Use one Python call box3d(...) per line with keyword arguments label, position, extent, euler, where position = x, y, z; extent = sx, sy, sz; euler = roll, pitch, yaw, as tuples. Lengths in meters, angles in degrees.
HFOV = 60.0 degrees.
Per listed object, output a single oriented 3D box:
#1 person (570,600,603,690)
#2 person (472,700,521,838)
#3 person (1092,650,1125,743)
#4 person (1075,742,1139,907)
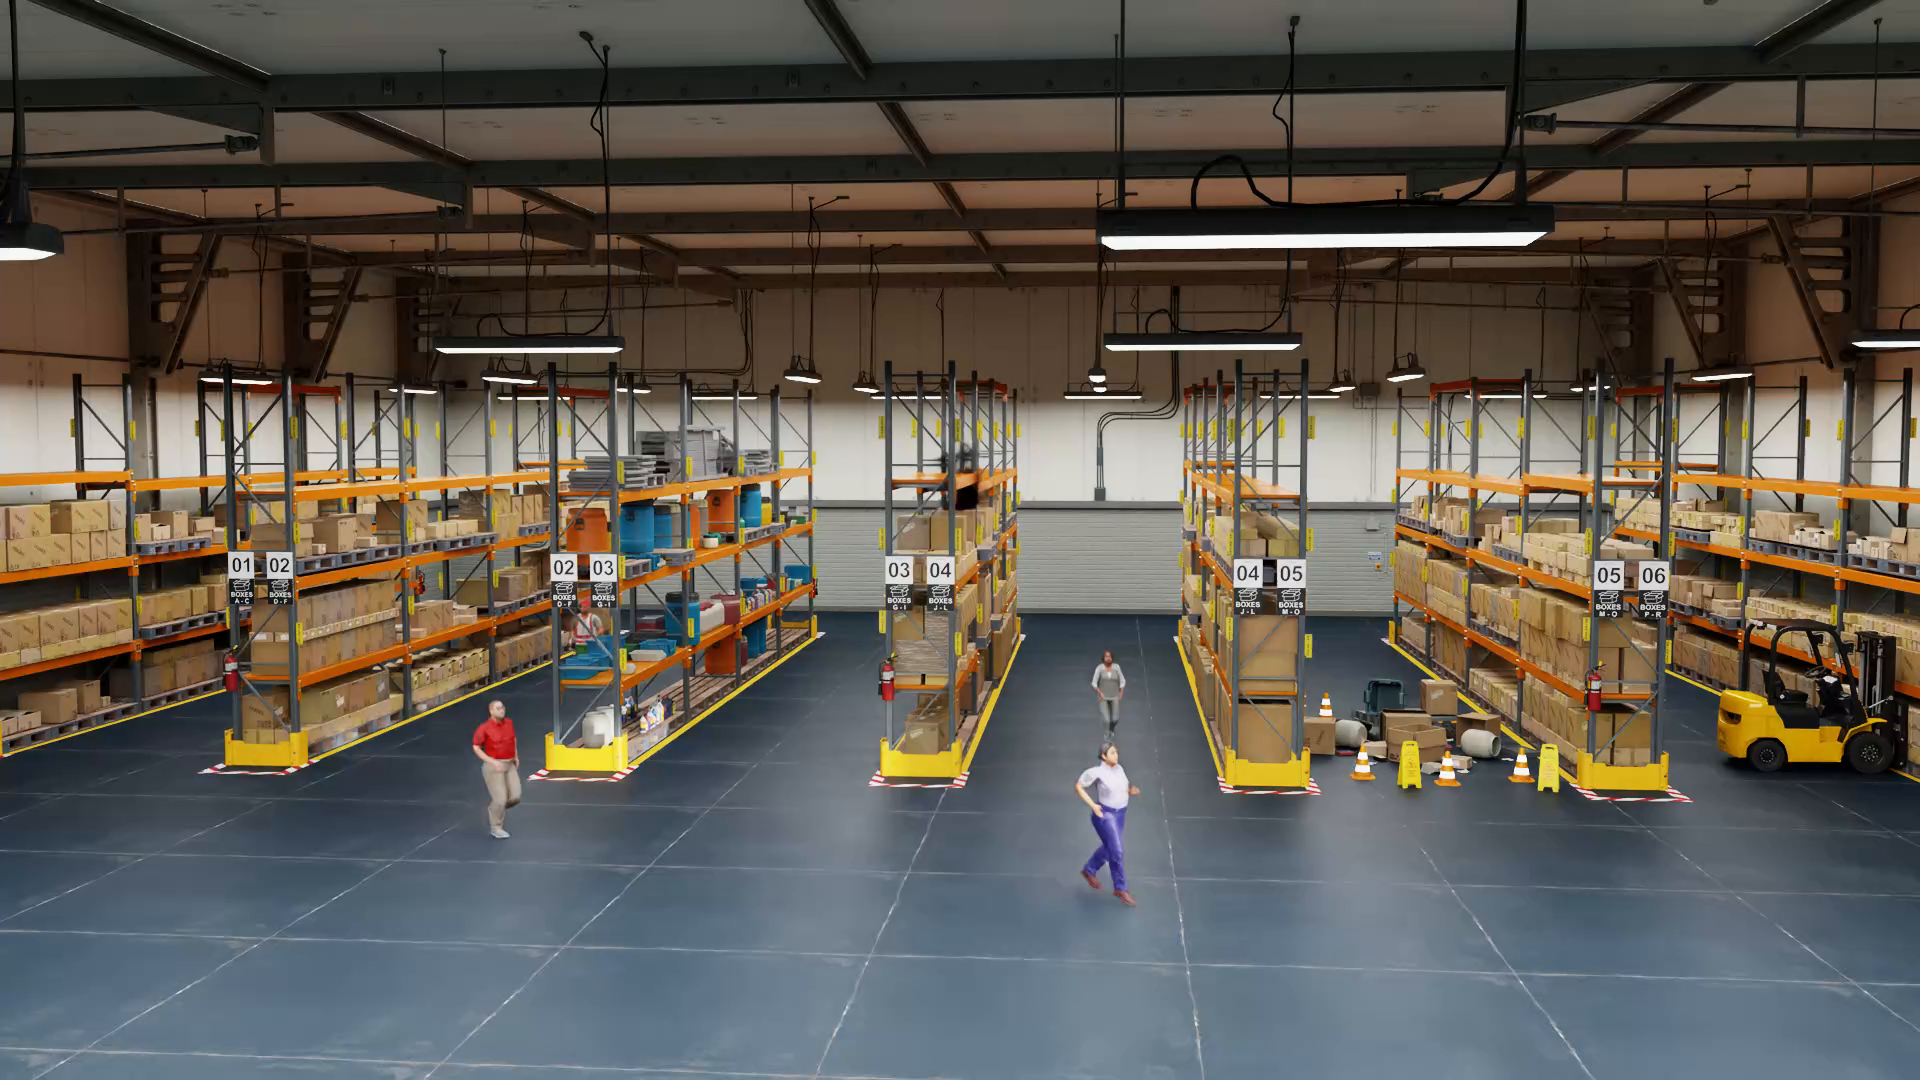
box3d(label="person", position=(-7.219, 2.020, 32.101), extent=(0.638, 1.742, 0.586), euler=(0, 4, 4))
box3d(label="person", position=(-5.702, 2.811, 20.523), extent=(0.550, 1.690, 0.657), euler=(3, 5, 34))
box3d(label="person", position=(2.343, 2.507, 26.184), extent=(0.531, 1.566, 0.495), euler=(0, 4, -3))
box3d(label="person", position=(1.601, 2.997, 17.762), extent=(0.809, 1.679, 0.599), euler=(3, 5, 39))
